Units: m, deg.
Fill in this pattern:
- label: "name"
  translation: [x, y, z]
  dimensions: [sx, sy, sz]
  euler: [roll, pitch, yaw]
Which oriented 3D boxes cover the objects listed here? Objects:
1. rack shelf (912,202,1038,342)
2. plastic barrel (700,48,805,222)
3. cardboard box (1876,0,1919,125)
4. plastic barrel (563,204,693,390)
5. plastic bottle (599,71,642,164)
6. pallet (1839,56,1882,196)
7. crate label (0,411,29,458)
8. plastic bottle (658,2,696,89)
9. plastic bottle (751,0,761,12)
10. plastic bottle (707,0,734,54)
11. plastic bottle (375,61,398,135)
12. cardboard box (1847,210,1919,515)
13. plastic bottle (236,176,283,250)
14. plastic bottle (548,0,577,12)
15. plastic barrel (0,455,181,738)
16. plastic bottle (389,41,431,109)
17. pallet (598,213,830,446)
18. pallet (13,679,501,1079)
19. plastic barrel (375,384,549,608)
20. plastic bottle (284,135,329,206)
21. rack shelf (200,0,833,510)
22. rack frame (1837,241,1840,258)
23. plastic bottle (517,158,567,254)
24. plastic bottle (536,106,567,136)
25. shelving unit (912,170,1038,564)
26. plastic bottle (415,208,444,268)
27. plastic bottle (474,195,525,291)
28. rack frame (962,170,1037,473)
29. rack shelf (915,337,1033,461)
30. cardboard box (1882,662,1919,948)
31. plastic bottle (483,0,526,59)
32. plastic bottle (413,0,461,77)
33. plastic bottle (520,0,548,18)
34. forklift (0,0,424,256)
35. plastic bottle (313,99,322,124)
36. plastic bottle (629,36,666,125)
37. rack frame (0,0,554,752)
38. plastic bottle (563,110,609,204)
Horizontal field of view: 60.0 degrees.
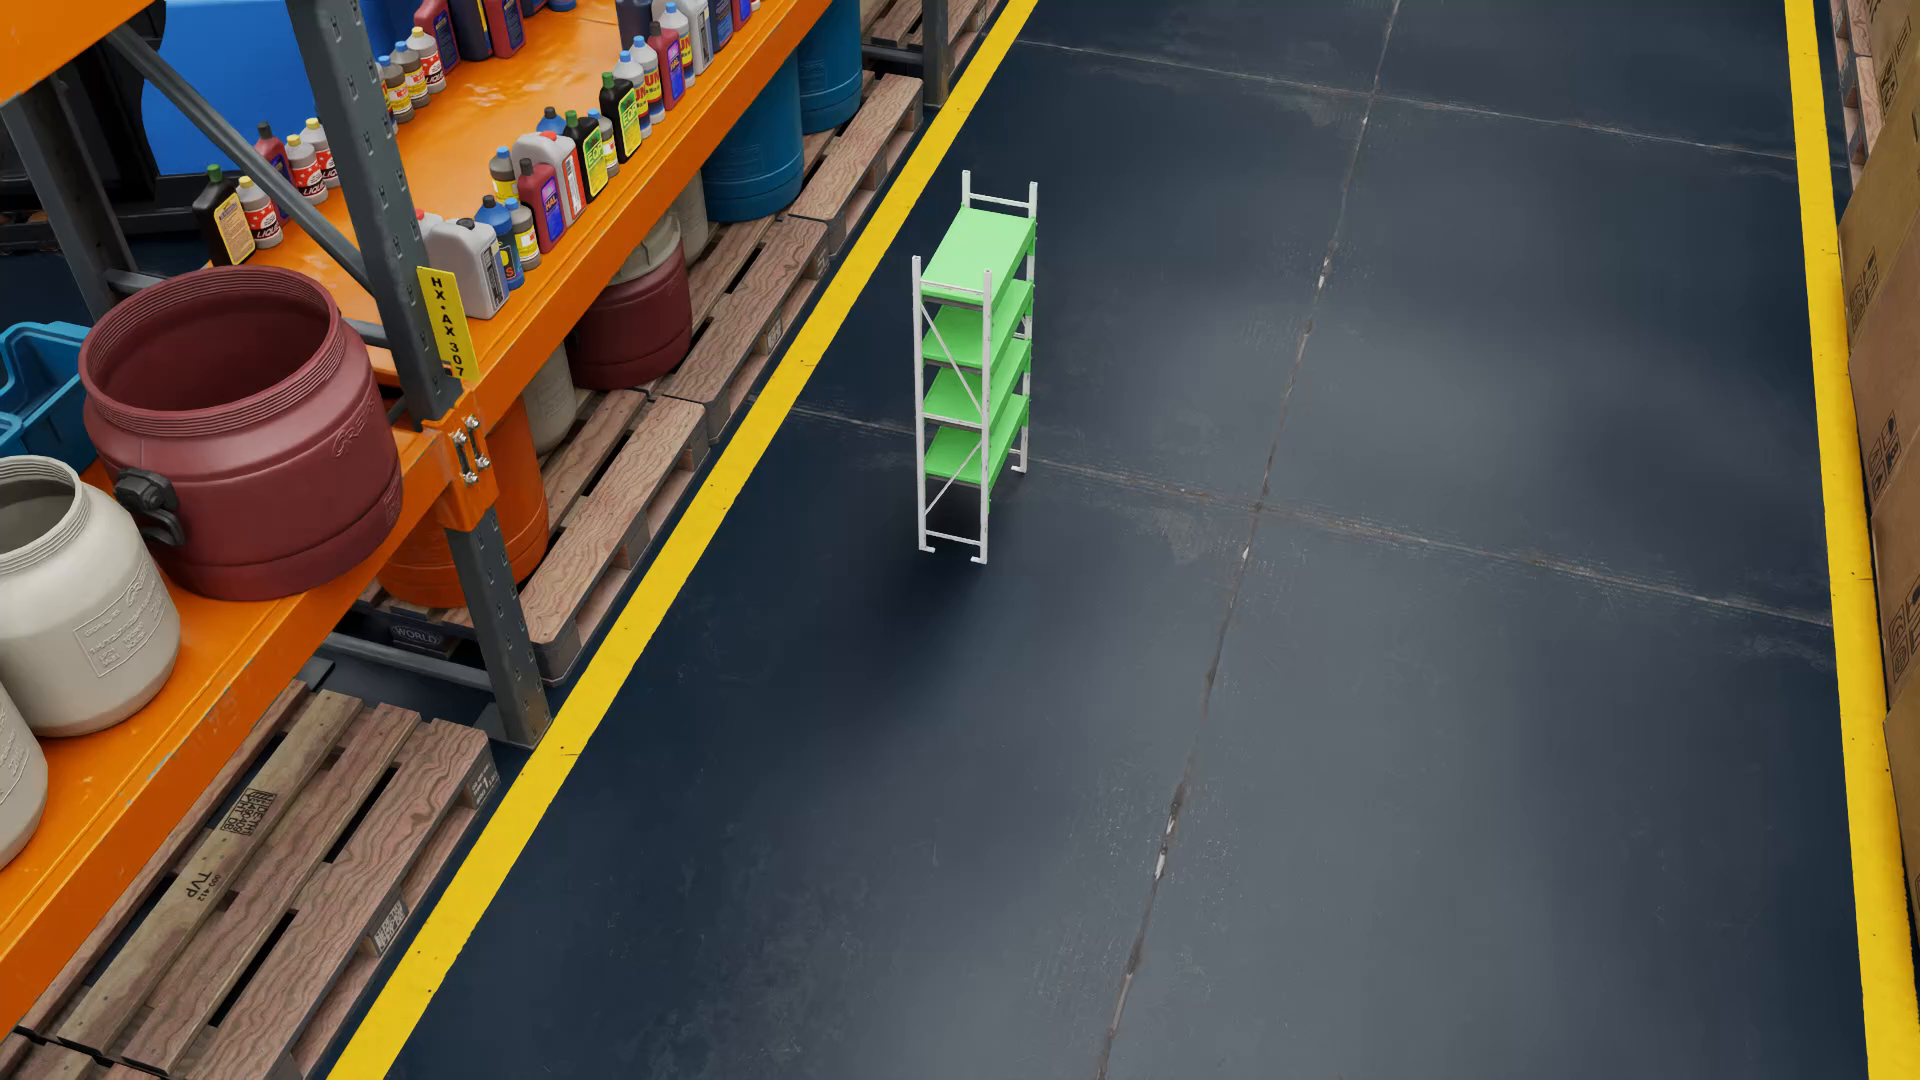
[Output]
- label: "rack shelf"
  translation: [0.050, -0.837, 5.152]
  dimensions: [0.258, 0.148, 0.480]
  euler: [13, 46, 12]
- label: "plastic barrel"
  translation: [-0.943, -1.806, 6.651]
  dimensions: [0.600, 0.901, 0.708]
  euler: [13, 46, 13]
- label: "cardboard box"
  translation: [4.448, -2.002, 6.870]
  dimensions: [0.875, 0.875, 0.875]
  euler: [13, 46, 13]
- label: "plastic barrel"
  translation: [-1.285, -0.942, 5.991]
  dimensions: [0.600, 0.588, 0.708]
  euler: [13, 46, 13]
- label: "plastic bottle"
  translation: [-1.026, -1.291, 5.008]
  dimensions: [0.061, 0.283, 0.133]
  euler: [13, 46, 13]
- label: "pallet"
  translation: [4.477, -1.682, 7.318]
  dimensions: [1.003, 0.211, 1.213]
  euler: [13, 46, 13]
- label: "crate label"
  translation: [-2.318, 0.021, 3.558]
  dimensions: [0.502, 0.435, 0.616]
  euler: [13, 46, 13]
- label: "plastic bottle"
  translation: [-0.909, -1.586, 5.318]
  dimensions: [0.097, 0.271, 0.097]
  euler: [0, 44, 0]
- label: "plastic bottle"
  translation: [-0.743, -1.928, 5.718]
  dimensions: [0.097, 0.201, 0.097]
  euler: [0, 44, 0]
- label: "plastic bottle"
  translation: [-0.848, -1.803, 5.483]
  dimensions: [0.144, 0.351, 0.185]
  euler: [13, 46, 13]
- label: "plastic bottle"
  translation: [-1.803, -1.371, 5.099]
  dimensions: [0.097, 0.271, 0.097]
  euler: [0, 44, 0]
- label: "cardboard box"
  translation: [3.728, -0.552, 5.388]
  dimensions: [1.225, 0.875, 0.875]
  euler: [11, 45, 11]
- label: "plastic bottle"
  translation: [-1.991, -0.933, 4.701]
  dimensions: [0.097, 0.201, 0.097]
  euler: [0, 44, 0]
- label: "plastic bottle"
  translation: [-1.385, -1.960, 5.700]
  dimensions: [0.097, 0.271, 0.097]
  euler: [0, 44, 0]
- label: "plastic barrel"
  translation: [-1.867, 0.120, 3.403]
  dimensions: [0.421, 0.512, 0.421]
  euler: [0, 44, 0]
- label: "plastic bottle"
  translation: [-1.744, -1.476, 5.256]
  dimensions: [0.097, 0.201, 0.097]
  euler: [0, 44, 0]
- label: "pallet"
  translation: [-1.189, -0.919, 6.538]
  dimensions: [1.003, 0.211, 1.213]
  euler: [13, 46, 13]
- label: "pallet"
  translation: [-2.031, 0.934, 4.645]
  dimensions: [1.003, 0.211, 1.213]
  euler: [13, 46, 13]
- label: "plastic barrel"
  translation: [-1.627, -0.275, 5.138]
  dimensions: [0.600, 0.830, 0.708]
  euler: [13, 46, 13]
- label: "plastic bottle"
  translation: [-1.921, -1.087, 4.858]
  dimensions: [0.097, 0.201, 0.097]
  euler: [0, 44, 0]
- label: "rack shelf"
  translation: [-1.154, -1.647, 5.803]
  dimensions: [1.077, 0.370, 4.000]
  euler: [13, 46, 13]
- label: "rack frame"
  translation: [4.172, -2.188, 5.841]
  dimensions: [1.000, 3.000, 0.127]
  euler: [13, 46, 13]
- label: "plastic bottle"
  translation: [-1.177, -0.959, 4.668]
  dimensions: [0.061, 0.283, 0.133]
  euler: [13, 46, 13]
- label: "plastic bottle"
  translation: [-1.177, -1.138, 4.860]
  dimensions: [0.097, 0.271, 0.097]
  euler: [0, 44, 0]
- label: "shelving unit"
  translation: [0.050, -0.539, 5.443]
  dimensions: [0.258, 1.200, 0.503]
  euler: [13, 46, 12]
- label: "plastic bottle"
  translation: [-1.465, -0.779, 4.490]
  dimensions: [0.152, 0.276, 0.135]
  euler: [13, 46, 13]
- label: "plastic bottle"
  translation: [-1.259, -0.816, 4.532]
  dimensions: [0.097, 0.271, 0.097]
  euler: [0, 44, 0]
- label: "rack frame"
  translation: [0.124, -0.702, 5.609]
  dimensions: [0.240, 1.200, 0.015]
  euler: [13, 46, 12]
- label: "rack shelf"
  translation: [0.050, -0.494, 5.488]
  dimensions: [0.258, 0.148, 0.480]
  euler: [13, 46, 12]
- label: "cardboard box"
  translation: [3.190, 0.632, 4.178]
  dimensions: [1.225, 0.875, 0.875]
  euler: [11, 45, 11]
- label: "plastic bottle"
  translation: [-1.504, -1.744, 5.471]
  dimensions: [0.061, 0.283, 0.133]
  euler: [13, 46, 13]
- label: "plastic bottle"
  translation: [-1.697, -1.651, 5.376]
  dimensions: [0.061, 0.283, 0.133]
  euler: [13, 46, 13]
- label: "plastic bottle"
  translation: [-1.513, -1.985, 5.669]
  dimensions: [0.144, 0.351, 0.185]
  euler: [13, 46, 13]
- label: "forklift"
  translation: [-3.805, -2.633, 6.345]
  dimensions: [3.031, 2.935, 1.130]
  euler: [-6, 45, -6]
- label: "plastic bottle"
  translation: [-1.862, -1.242, 4.966]
  dimensions: [0.097, 0.271, 0.097]
  euler: [0, 44, 0]
- label: "plastic bottle"
  translation: [-0.979, -1.432, 5.161]
  dimensions: [0.097, 0.271, 0.097]
  euler: [0, 44, 0]
- label: "rack frame"
  translation: [-1.759, -0.571, 4.189]
  dimensions: [1.000, 3.000, 0.127]
  euler: [13, 46, 13]
- label: "plastic bottle"
  translation: [-1.096, -1.137, 4.851]
  dimensions: [0.061, 0.283, 0.133]
  euler: [13, 46, 13]
